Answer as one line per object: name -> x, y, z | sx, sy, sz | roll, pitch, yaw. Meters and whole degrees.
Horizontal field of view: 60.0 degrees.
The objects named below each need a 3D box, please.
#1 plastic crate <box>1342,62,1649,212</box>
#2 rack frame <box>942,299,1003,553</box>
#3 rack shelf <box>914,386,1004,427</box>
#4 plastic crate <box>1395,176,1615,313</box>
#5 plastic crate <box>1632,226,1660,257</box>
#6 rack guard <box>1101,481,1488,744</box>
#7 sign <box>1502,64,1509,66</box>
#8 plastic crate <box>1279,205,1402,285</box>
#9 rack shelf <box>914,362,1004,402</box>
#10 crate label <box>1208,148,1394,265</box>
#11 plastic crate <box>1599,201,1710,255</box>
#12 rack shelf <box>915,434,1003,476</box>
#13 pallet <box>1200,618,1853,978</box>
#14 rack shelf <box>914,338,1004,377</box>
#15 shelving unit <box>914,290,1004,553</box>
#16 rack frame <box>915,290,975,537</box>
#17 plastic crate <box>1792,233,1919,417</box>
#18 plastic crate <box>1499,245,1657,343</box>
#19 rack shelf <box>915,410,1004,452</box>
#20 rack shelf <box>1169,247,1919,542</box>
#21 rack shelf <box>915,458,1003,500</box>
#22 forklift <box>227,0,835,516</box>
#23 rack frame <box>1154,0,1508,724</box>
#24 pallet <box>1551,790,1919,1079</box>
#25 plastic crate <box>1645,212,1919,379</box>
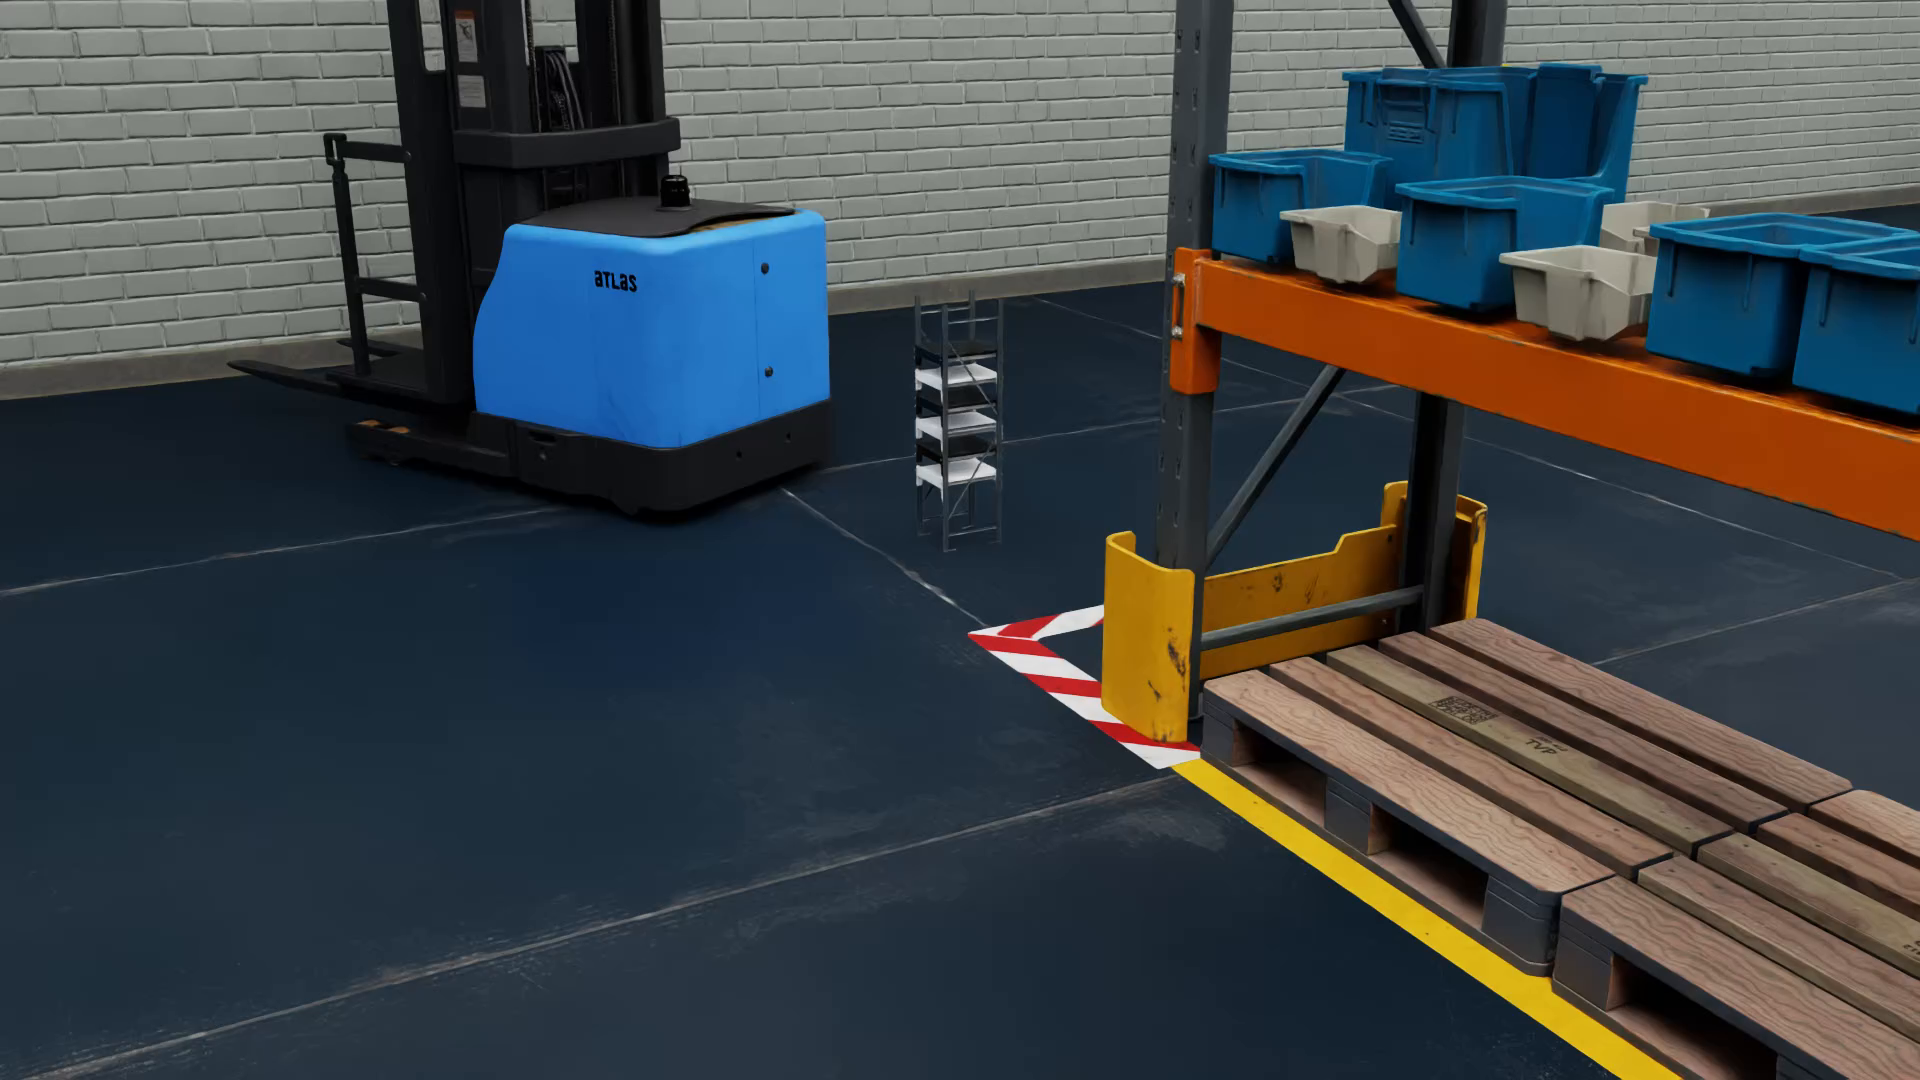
plastic crate -> 1.323, -0.969, 4.194 | 0.616, 0.435, 0.499 | -10, 21, -27
rack frame -> 0.044, -0.399, 5.907 | 0.240, 0.900, 0.006 | -10, 21, -27
rack shelf -> -0.004, -0.481, 5.973 | 0.258, 0.077, 0.200 | -10, 21, -27
plastic crate -> 1.139, -0.629, 3.521 | 0.416, 0.233, 0.300 | -10, 21, -27
plastic crate -> 1.671, -0.603, 3.592 | 0.396, 0.136, 0.243 | -10, 21, -27
rack guard -> 0.976, 0.186, 4.826 | 1.175, 0.500, 0.348 | -10, 21, -27
sign -> 1.476, -1.158, 4.638 | 0.100, 0.325, 0.005 | -10, 21, -27
plastic crate -> 0.906, -0.668, 3.780 | 0.250, 0.136, 0.298 | -10, 21, -27
rack shelf -> -0.004, -0.566, 5.944 | 0.258, 0.077, 0.200 | -10, 21, -27
crate label -> 0.827, -0.818, 4.068 | 0.416, 0.233, 0.303 | -10, 21, -27
plastic crate -> 1.546, -0.688, 3.840 | 0.396, 0.136, 0.243 | -10, 21, -27
rack shelf -> -0.004, -0.311, 6.032 | 0.258, 0.077, 0.200 | -10, 21, -27
pallet -> 1.357, 0.570, 4.155 | 1.003, 0.211, 1.213 | -10, 21, -27
rack shelf -> -0.004, -0.651, 5.914 | 0.258, 0.077, 0.200 | -10, 21, -27
shelving unit -> -0.004, -0.428, 5.991 | 0.258, 0.900, 0.210 | -10, 21, -27
rack frame -> -0.052, -0.457, 6.076 | 0.240, 0.900, 0.006 | -10, 21, -27
plastic crate -> 1.594, -0.354, 2.723 | 0.416, 0.233, 0.300 | -10, 21, -27
plastic crate -> 1.228, -0.473, 3.216 | 0.250, 0.136, 0.298 | -10, 21, -27
rack shelf -> -0.004, -0.396, 6.002 | 0.258, 0.077, 0.200 | -10, 21, -27
rack shelf -> 1.949, -0.077, 2.857 | 1.077, 0.370, 4.000 | -10, 21, -27
rack shelf -> -0.004, -0.226, 6.061 | 0.258, 0.077, 0.200 | -10, 21, -27
forklift -> -2.033, -1.829, 6.939 | 3.031, 2.935, 1.130 | 12, 23, 32
rack frame -> 0.999, -0.991, 4.404 | 1.000, 3.000, 0.127 | -10, 21, -27
pallet -> 1.932, 0.920, 3.142 | 1.003, 0.211, 1.213 | -10, 21, -27
plastic crate -> 1.452, -0.440, 2.973 | 0.416, 0.233, 0.300 | -10, 21, -27
